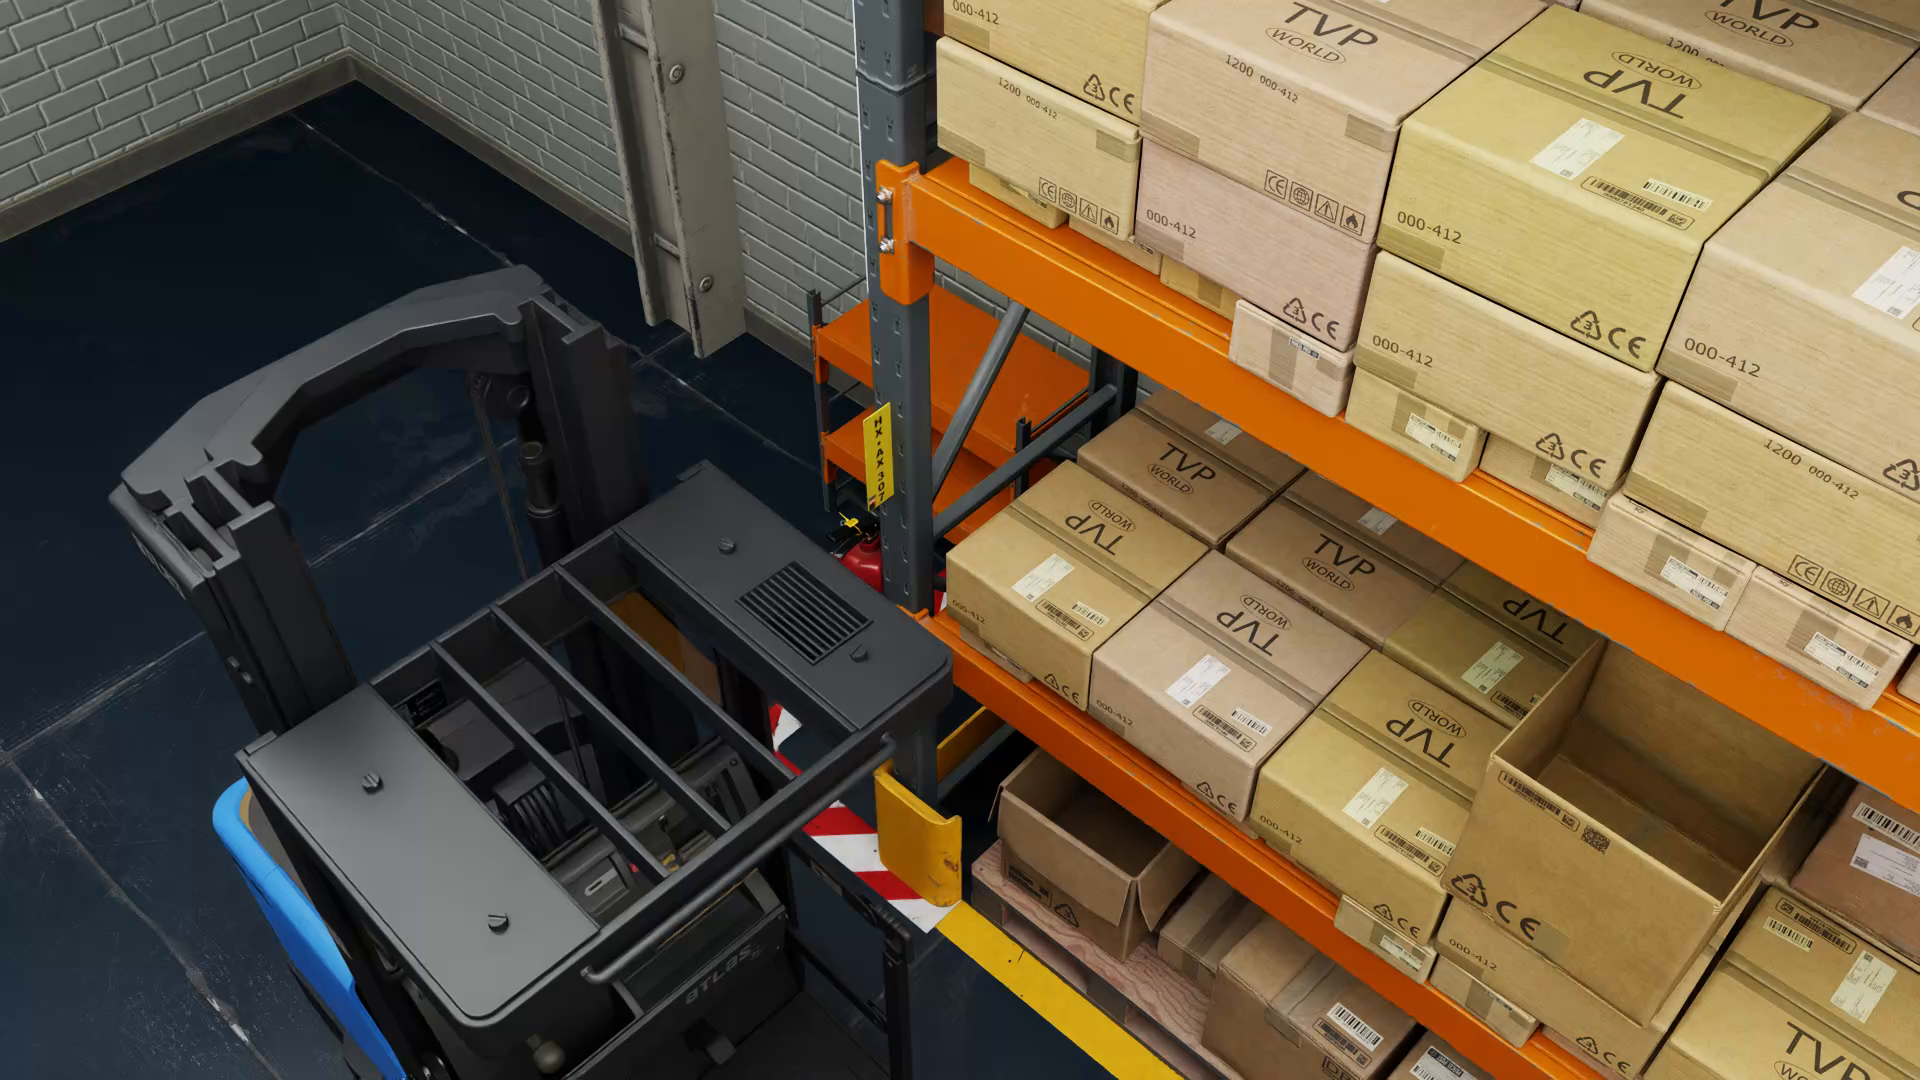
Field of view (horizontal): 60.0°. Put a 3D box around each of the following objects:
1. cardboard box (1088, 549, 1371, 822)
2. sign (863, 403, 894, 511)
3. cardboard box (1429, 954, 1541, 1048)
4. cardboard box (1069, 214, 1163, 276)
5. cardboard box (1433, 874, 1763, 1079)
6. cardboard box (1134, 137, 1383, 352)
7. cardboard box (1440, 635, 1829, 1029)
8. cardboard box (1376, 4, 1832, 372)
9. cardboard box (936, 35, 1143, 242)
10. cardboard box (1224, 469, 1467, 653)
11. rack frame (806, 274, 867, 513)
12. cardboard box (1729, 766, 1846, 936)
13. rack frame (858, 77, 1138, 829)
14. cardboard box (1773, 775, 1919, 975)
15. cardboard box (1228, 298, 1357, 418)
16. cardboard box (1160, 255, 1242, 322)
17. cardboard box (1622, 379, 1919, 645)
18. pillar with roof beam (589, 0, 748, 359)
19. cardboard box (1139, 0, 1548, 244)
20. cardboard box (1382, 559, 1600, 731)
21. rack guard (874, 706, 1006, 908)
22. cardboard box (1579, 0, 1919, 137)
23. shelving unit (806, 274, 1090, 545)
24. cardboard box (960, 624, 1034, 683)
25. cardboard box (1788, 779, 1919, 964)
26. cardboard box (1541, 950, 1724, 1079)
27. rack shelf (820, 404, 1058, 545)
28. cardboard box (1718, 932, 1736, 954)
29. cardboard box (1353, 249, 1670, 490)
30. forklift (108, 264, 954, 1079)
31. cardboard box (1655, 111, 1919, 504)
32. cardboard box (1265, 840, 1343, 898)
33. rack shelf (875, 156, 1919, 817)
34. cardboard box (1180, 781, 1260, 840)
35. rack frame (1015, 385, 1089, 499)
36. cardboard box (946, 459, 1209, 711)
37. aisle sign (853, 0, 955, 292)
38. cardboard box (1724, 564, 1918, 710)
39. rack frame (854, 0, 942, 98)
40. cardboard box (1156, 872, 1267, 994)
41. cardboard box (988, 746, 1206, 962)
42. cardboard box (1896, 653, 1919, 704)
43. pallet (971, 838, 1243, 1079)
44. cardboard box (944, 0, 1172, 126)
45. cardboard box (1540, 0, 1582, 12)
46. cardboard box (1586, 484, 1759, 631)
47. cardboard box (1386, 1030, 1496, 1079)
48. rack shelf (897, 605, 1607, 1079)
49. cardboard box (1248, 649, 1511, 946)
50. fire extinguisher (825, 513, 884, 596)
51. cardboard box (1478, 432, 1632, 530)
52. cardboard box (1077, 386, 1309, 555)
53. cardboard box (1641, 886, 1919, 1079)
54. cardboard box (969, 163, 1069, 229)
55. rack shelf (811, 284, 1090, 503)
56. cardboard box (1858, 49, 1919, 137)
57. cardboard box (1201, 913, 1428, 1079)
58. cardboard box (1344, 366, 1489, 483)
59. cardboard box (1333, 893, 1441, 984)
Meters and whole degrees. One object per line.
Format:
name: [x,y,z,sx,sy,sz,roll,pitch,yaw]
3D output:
cardboard box: [0.682,0.360,4.253,0.500,0.250,0.500,35,56,28]
sign: [-0.207,-0.213,4.298,0.005,0.325,0.100,34,55,28]
cardboard box: [1.337,0.971,3.953,0.250,0.149,0.380,35,56,28]
cardboard box: [0.448,-0.750,3.511,0.250,0.149,0.380,35,56,28]
cardboard box: [1.447,0.851,3.793,0.500,0.250,0.500,33,55,27]
cardboard box: [0.689,-0.678,3.170,0.500,0.250,0.500,35,56,28]
cardboard box: [1.414,0.596,3.517,0.500,0.500,0.500,35,56,28]
cardboard box: [1.056,-0.599,2.753,0.500,0.250,0.500,33,55,27]
cardboard box: [0.302,-0.918,3.396,0.500,0.250,0.500,33,55,27]
cardboard box: [1.057,0.083,4.513,0.500,0.250,0.500,34,55,28]
rack frame: [-0.380,-0.638,6.578,0.032,1.125,0.500,34,55,28]
cardboard box: [1.802,0.589,4.038,0.500,0.250,0.500,34,55,28]
rack frame: [0.161,-0.207,4.887,0.127,3.000,1.000,34,55,28]
cardboard box: [2.168,0.830,3.812,0.500,0.250,0.500,35,56,28]
cardboard box: [0.738,-0.436,3.216,0.250,0.149,0.380,35,56,28]
cardboard box: [0.625,-0.614,3.384,0.250,0.149,0.380,34,56,28]
cardboard box: [1.453,-0.175,2.698,0.500,0.250,0.500,33,55,27]
pillar with roof beam: [-4.129,-1.770,2.239,0.400,9.000,9.100,34,55,28]
cardboard box: [0.678,-0.840,2.979,0.500,0.250,0.500,34,55,27]
cardboard box: [1.418,0.331,4.281,0.500,0.250,0.500,36,56,29]
rack guard: [0.217,0.686,5.763,0.348,0.500,1.175,34,55,28]
cardboard box: [1.444,-0.878,3.015,0.500,0.250,0.500,34,56,28]
shelving unit: [-0.005,-0.387,6.342,1.048,1.125,0.538,34,55,28]
cardboard box: [0.216,0.189,4.688,0.250,0.149,0.380,34,55,27]
cardboard box: [2.186,0.585,3.528,0.500,0.500,0.500,32,55,27]
cardboard box: [1.573,1.062,3.868,0.250,0.149,0.380,34,55,28]
rack shelf: [-0.005,-0.220,6.520,1.000,0.278,0.538,34,55,28]
cardboard box: [1.876,0.807,4.107,0.250,0.149,0.380,36,56,29]
cardboard box: [1.057,-0.418,2.927,0.500,0.250,0.500,32,55,27]
forklift: [-0.700,0.965,3.833,1.130,2.935,3.031,-36,56,-29]
cardboard box: [1.437,-0.352,2.521,0.500,0.250,0.500,35,56,29]
cardboard box: [0.995,0.687,4.220,0.250,0.149,0.380,35,56,28]
rack shelf: [1.631,0.001,3.127,4.000,0.370,1.077,34,55,28]
cardboard box: [0.796,0.559,4.340,0.250,0.149,0.380,36,56,29]
rack frame: [0.369,-0.137,6.107,0.032,1.125,0.500,34,55,28]
cardboard box: [0.312,0.111,4.487,0.500,0.250,0.500,34,56,28]
aisle sign: [-0.088,-0.973,3.823,0.004,0.787,0.394,34,55,28]
cardboard box: [1.484,0.065,2.746,0.250,0.149,0.380,35,56,28]
rack frame: [0.161,-2.260,2.700,0.127,3.000,1.000,34,55,28]
cardboard box: [0.832,1.209,5.225,0.250,0.149,0.380,32,54,26]
cardboard box: [0.546,0.857,5.312,0.637,0.503,0.797,32,54,26]
cardboard box: [1.723,0.157,2.659,0.250,0.149,0.380,34,56,28]
pallet: [0.803,1.179,5.499,1.213,0.211,1.003,34,55,28]
cardboard box: [0.317,-1.101,3.225,0.500,0.250,0.500,33,55,27]
cardboard box: [1.059,-1.128,3.249,0.500,0.250,0.500,32,55,27]
cardboard box: [1.298,-0.056,2.859,0.250,0.149,0.380,34,55,28]
cardboard box: [1.469,1.617,4.601,0.500,0.500,0.500,35,56,28]
rack shelf: [1.631,1.028,4.221,4.000,0.370,1.077,34,55,28]
cardboard box: [1.057,0.609,4.019,0.500,0.250,0.500,33,55,27]
fire extinguisher: [-0.261,0.122,4.887,0.183,0.674,0.296,34,55,28]
cardboard box: [1.159,-0.221,3.014,0.250,0.149,0.380,33,55,27]
cardboard box: [0.679,-0.172,4.753,0.500,0.250,0.500,36,56,29]
cardboard box: [1.825,1.106,3.553,0.500,0.250,0.500,34,55,27]
cardboard box: [0.237,-0.866,3.620,0.250,0.149,0.380,35,56,28]
rack shelf: [-0.005,-0.588,6.129,1.000,0.278,0.538,34,55,28]
cardboard box: [1.794,-0.617,2.770,0.500,0.250,0.500,34,55,28]
cardboard box: [1.148,1.302,4.897,0.700,0.500,0.500,-36,56,-29]
cardboard box: [0.935,-0.310,3.098,0.250,0.149,0.380,34,55,28]
cardboard box: [1.129,0.852,4.065,0.250,0.149,0.380,32,55,27]
